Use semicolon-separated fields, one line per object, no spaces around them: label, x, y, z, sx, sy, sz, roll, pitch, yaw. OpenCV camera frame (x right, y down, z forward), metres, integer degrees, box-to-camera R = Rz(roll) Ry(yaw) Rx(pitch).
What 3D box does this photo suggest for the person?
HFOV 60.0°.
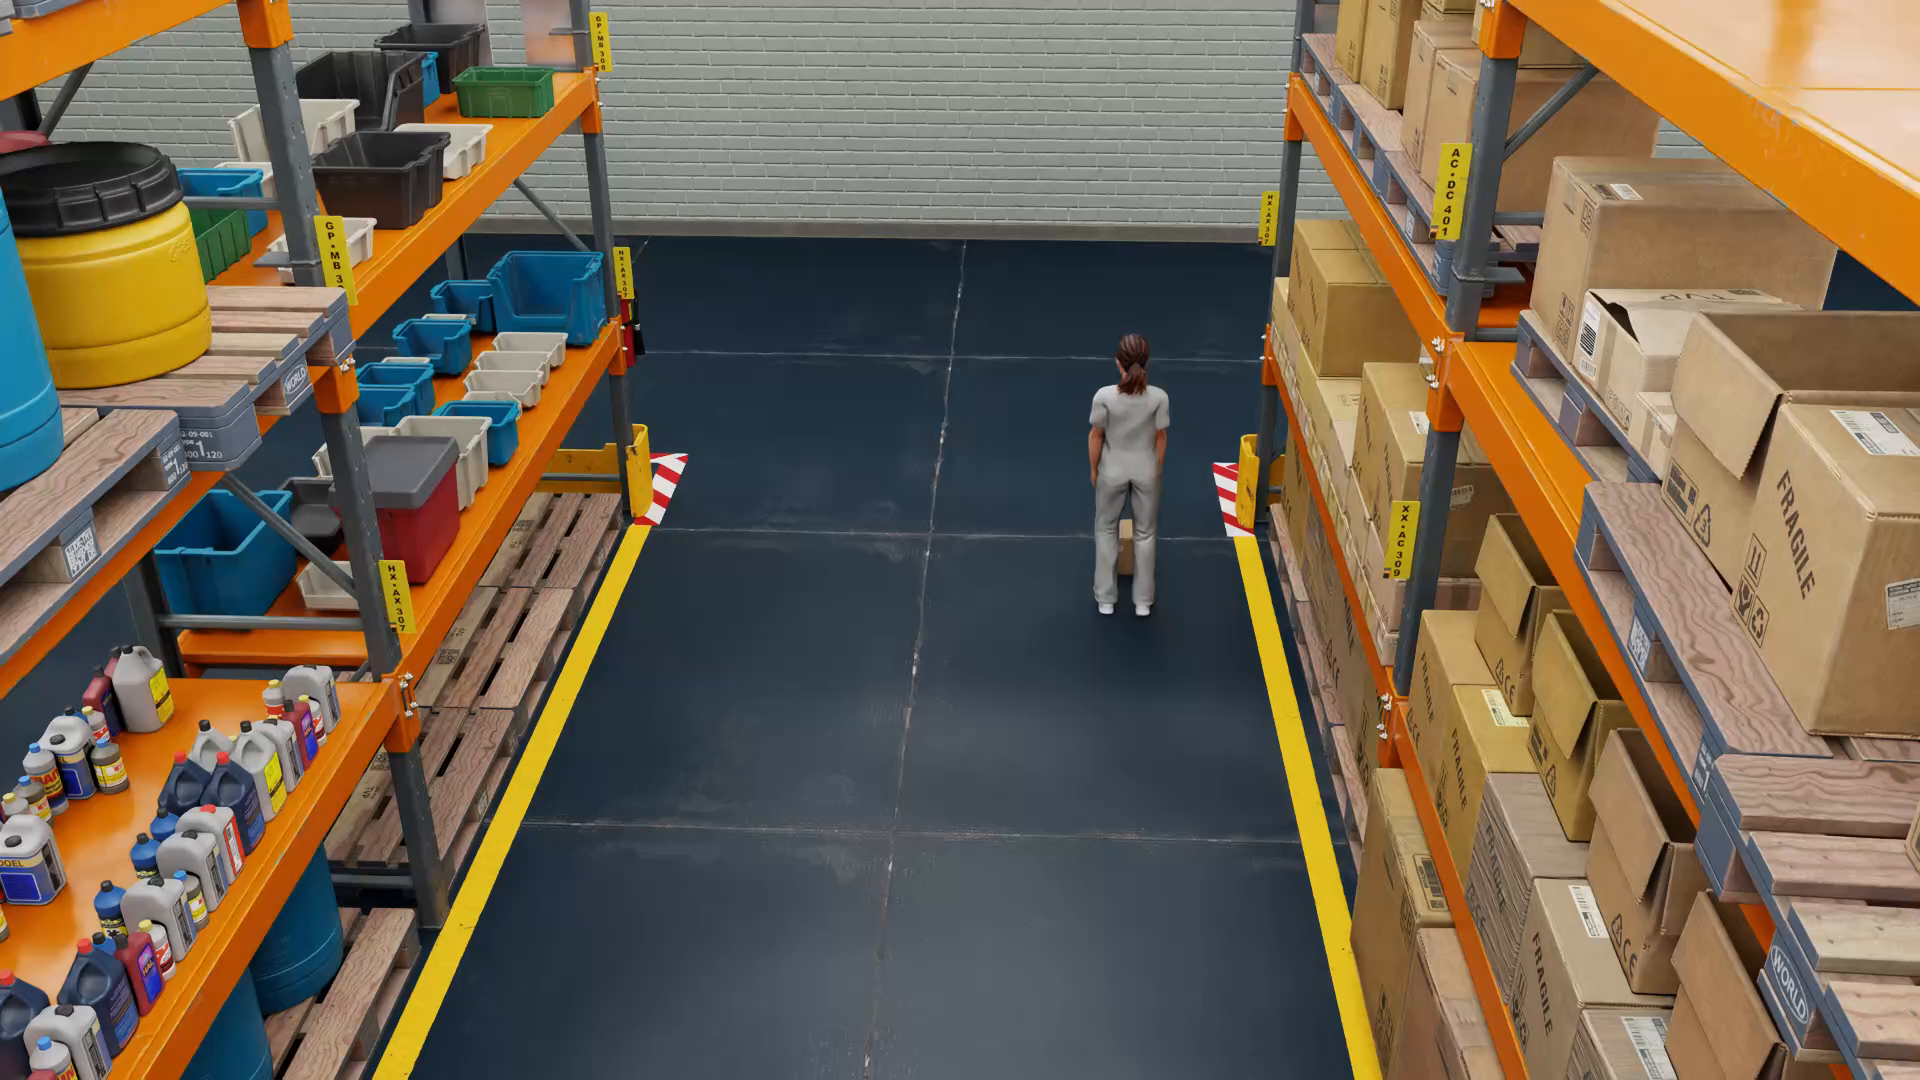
person;0.930;-0.353;9.293;0.441;1.672;0.364;2;28;3
